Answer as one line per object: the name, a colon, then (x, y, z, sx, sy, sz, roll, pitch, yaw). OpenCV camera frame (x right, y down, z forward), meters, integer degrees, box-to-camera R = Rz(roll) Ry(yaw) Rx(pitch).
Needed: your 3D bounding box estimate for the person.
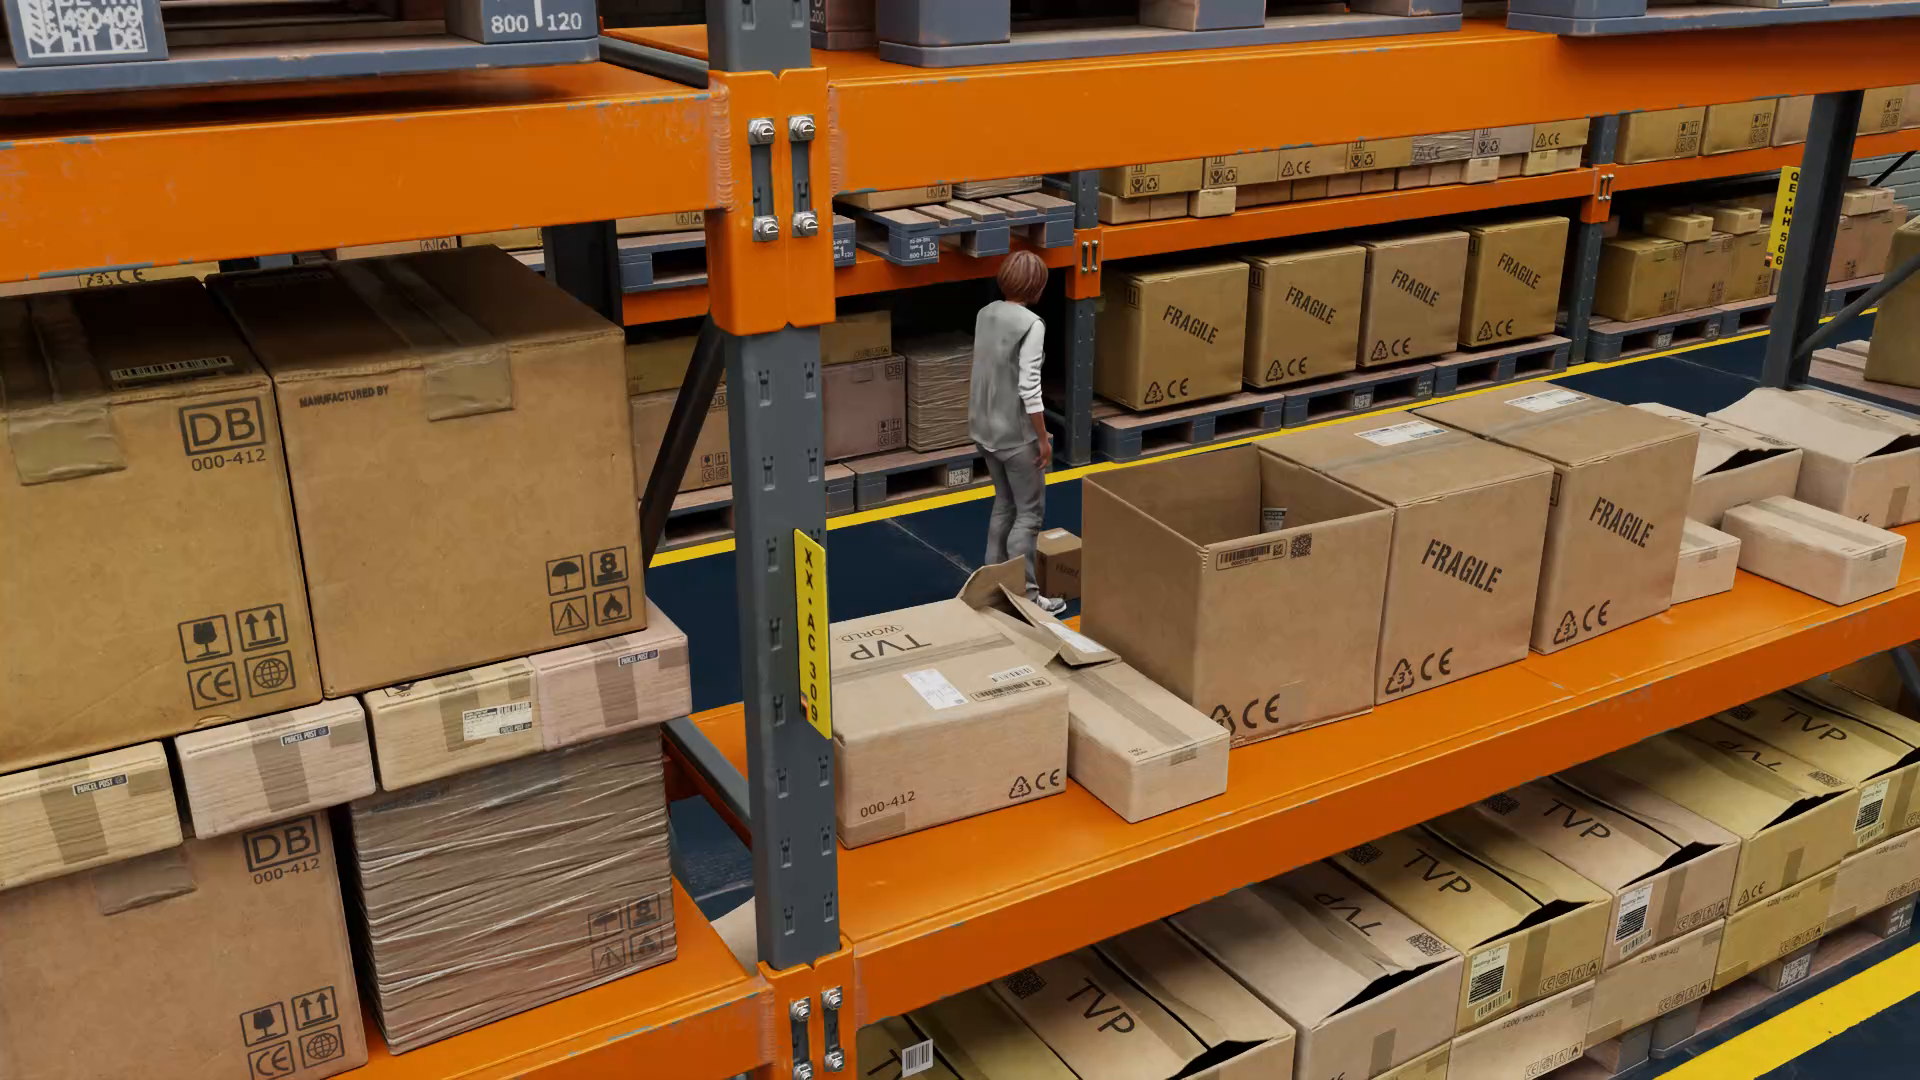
person: (0.239, -0.451, 7.231, 0.377, 1.580, 0.477, -14, 26, -31)
